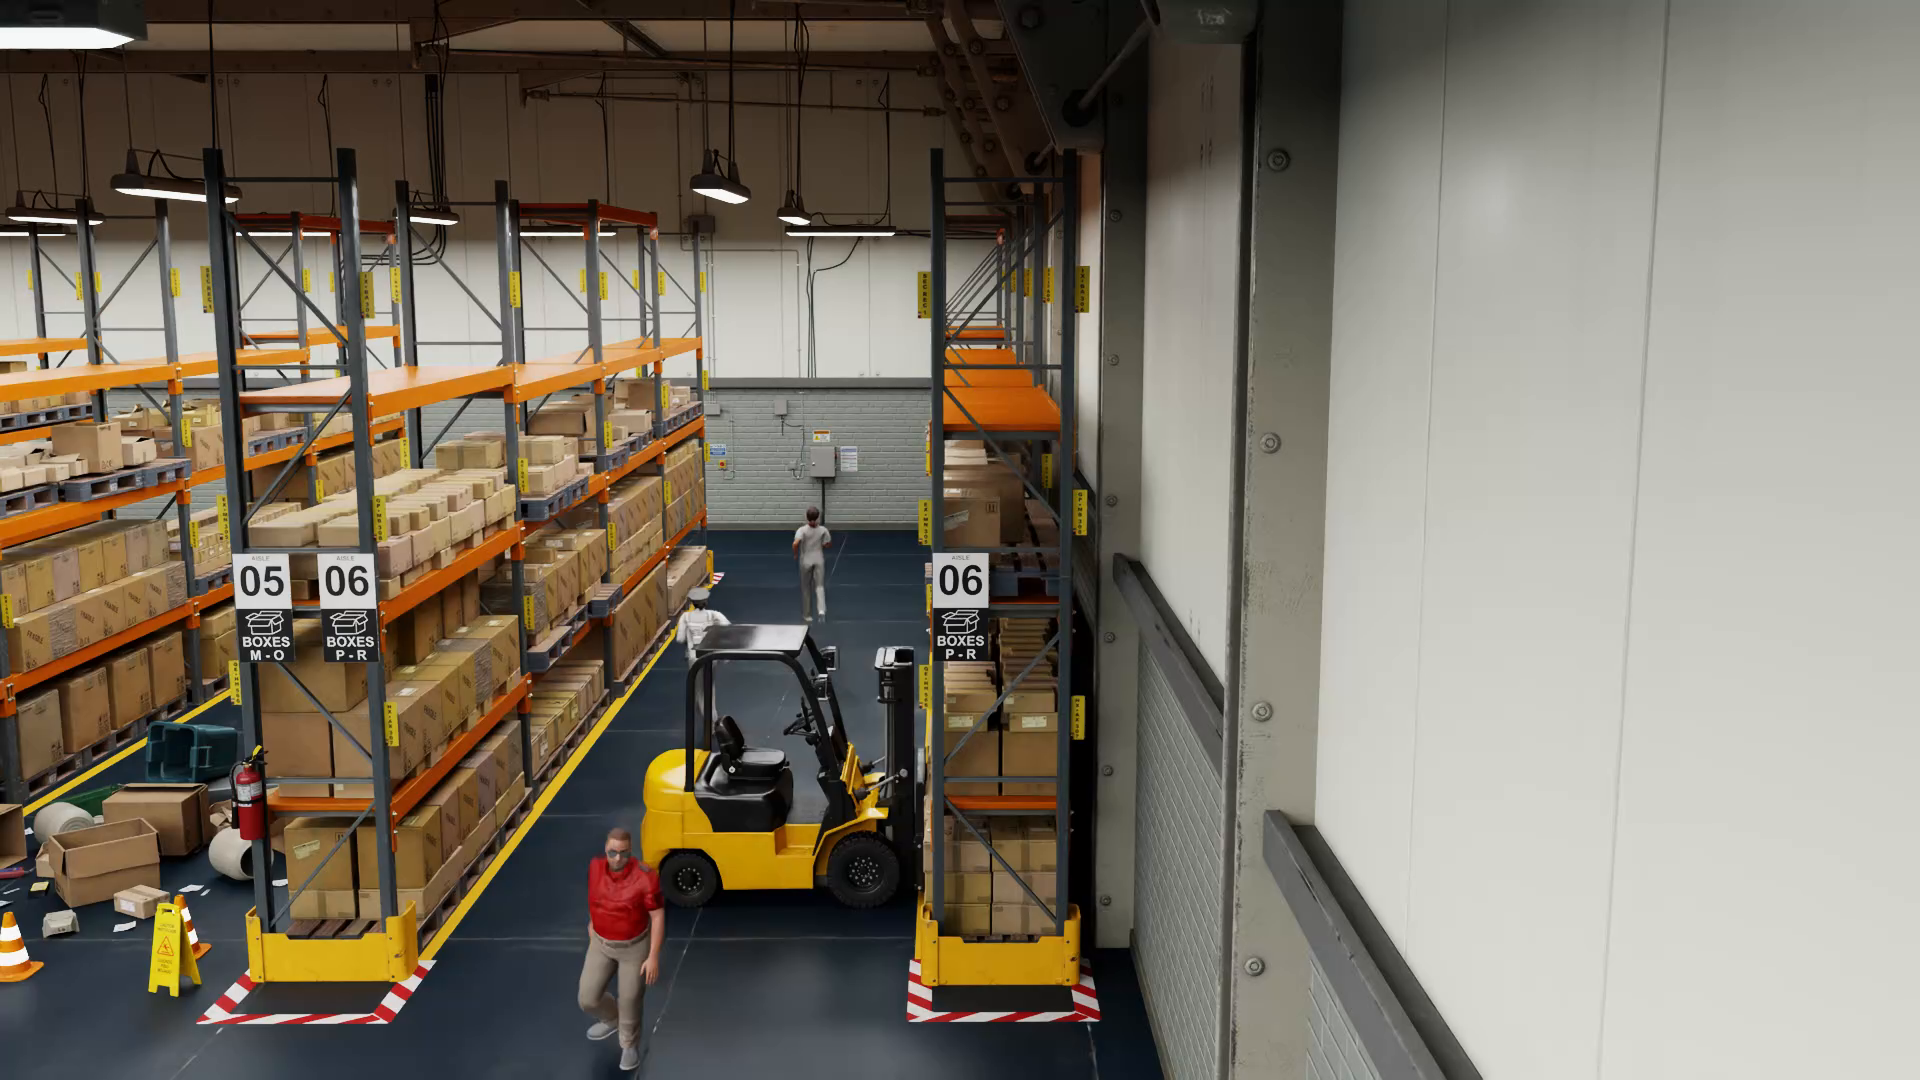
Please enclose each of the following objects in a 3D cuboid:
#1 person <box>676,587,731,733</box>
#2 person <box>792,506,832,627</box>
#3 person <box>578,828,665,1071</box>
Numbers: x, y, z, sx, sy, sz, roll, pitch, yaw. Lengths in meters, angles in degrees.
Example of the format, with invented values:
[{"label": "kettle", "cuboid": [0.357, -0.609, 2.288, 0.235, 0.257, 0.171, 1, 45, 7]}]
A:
[{"label": "person", "cuboid": [-2.913, 1.361, 18.906, 0.595, 1.605, 0.742, -3, 10, -18]}, {"label": "person", "cuboid": [-2.073, 0.353, 23.197, 0.584, 1.665, 0.837, -3, 10, -16]}, {"label": "person", "cuboid": [-2.206, 2.630, 10.837, 0.708, 1.690, 0.570, 2, 9, 14]}]
